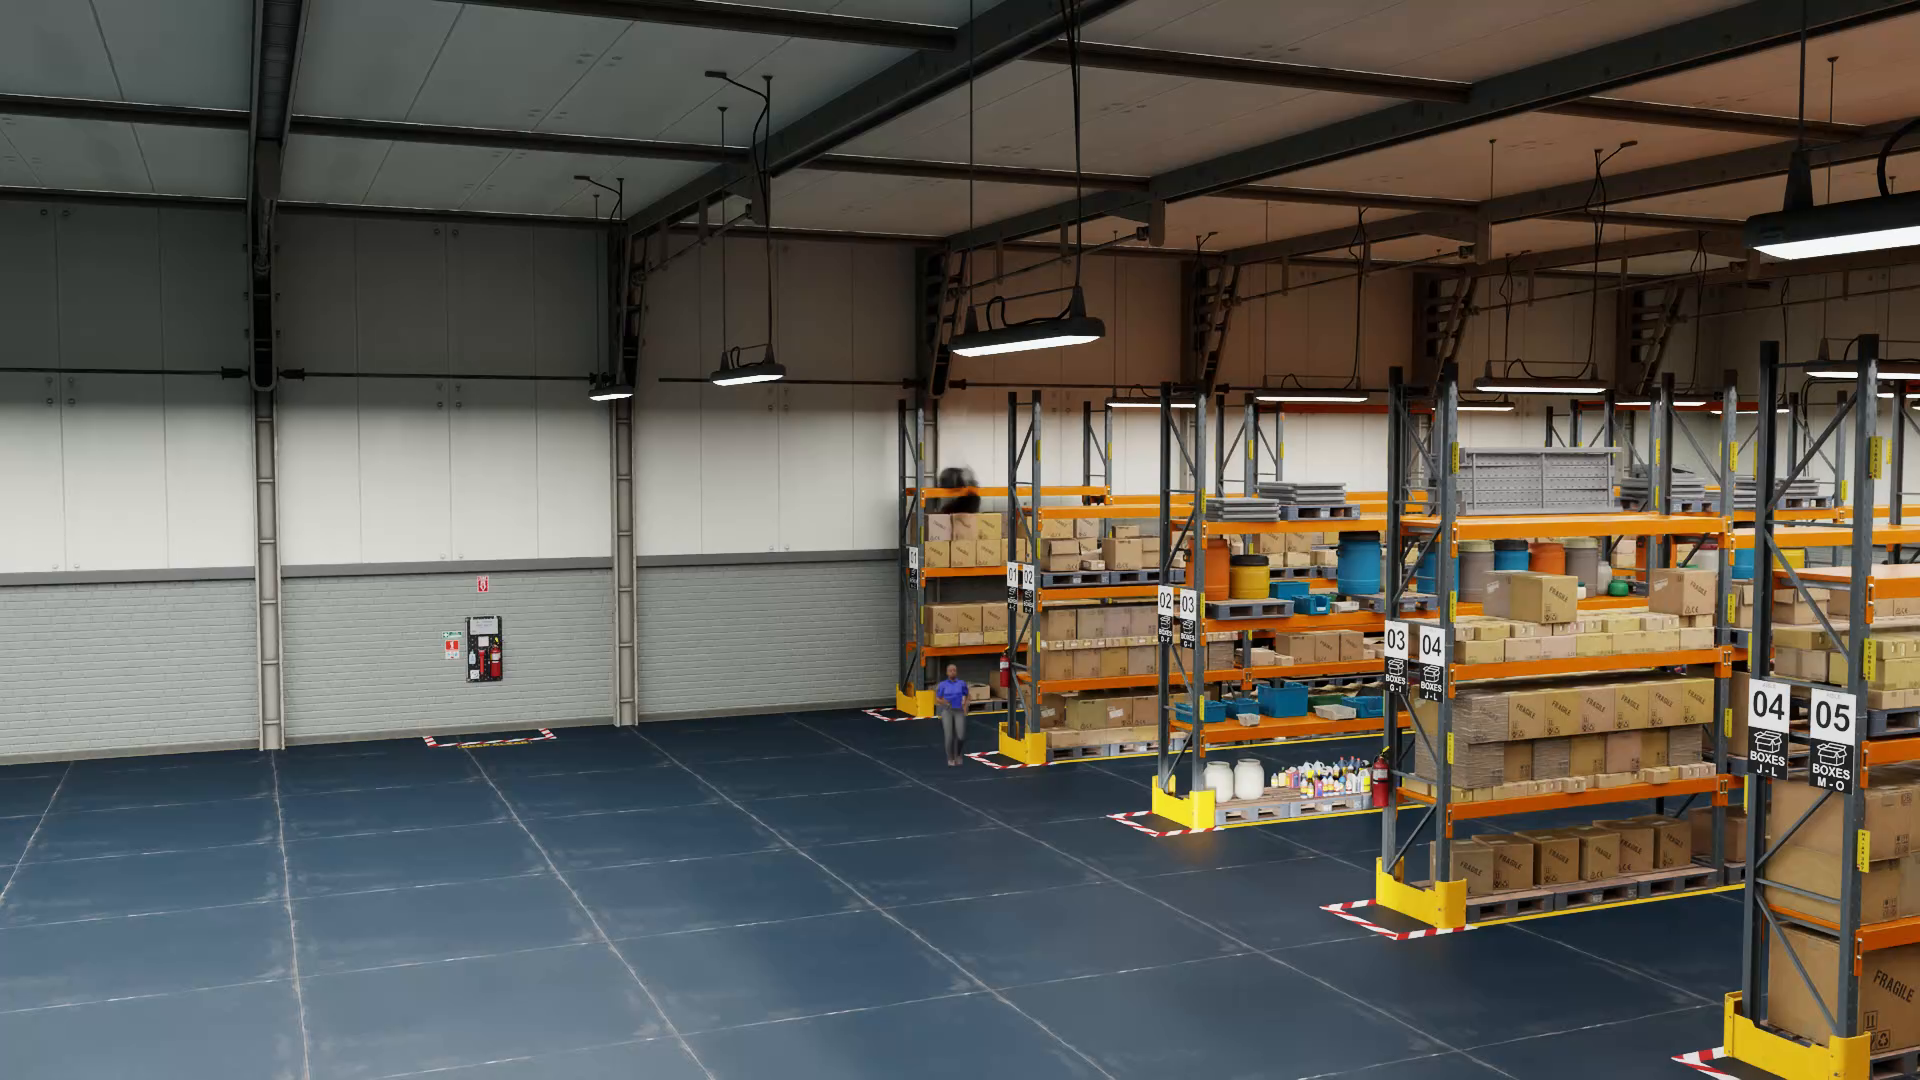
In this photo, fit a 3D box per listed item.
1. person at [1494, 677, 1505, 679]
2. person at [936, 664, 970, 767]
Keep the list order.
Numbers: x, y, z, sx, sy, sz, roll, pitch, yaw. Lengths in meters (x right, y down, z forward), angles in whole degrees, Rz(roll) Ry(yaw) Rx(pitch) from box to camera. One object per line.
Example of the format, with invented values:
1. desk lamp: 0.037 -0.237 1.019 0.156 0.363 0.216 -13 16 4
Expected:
1. person: 9.140 2.676 28.046 0.628 1.663 0.552 -2 4 -30
2. person: -0.090 2.765 26.049 0.562 1.619 0.589 0 3 -6
